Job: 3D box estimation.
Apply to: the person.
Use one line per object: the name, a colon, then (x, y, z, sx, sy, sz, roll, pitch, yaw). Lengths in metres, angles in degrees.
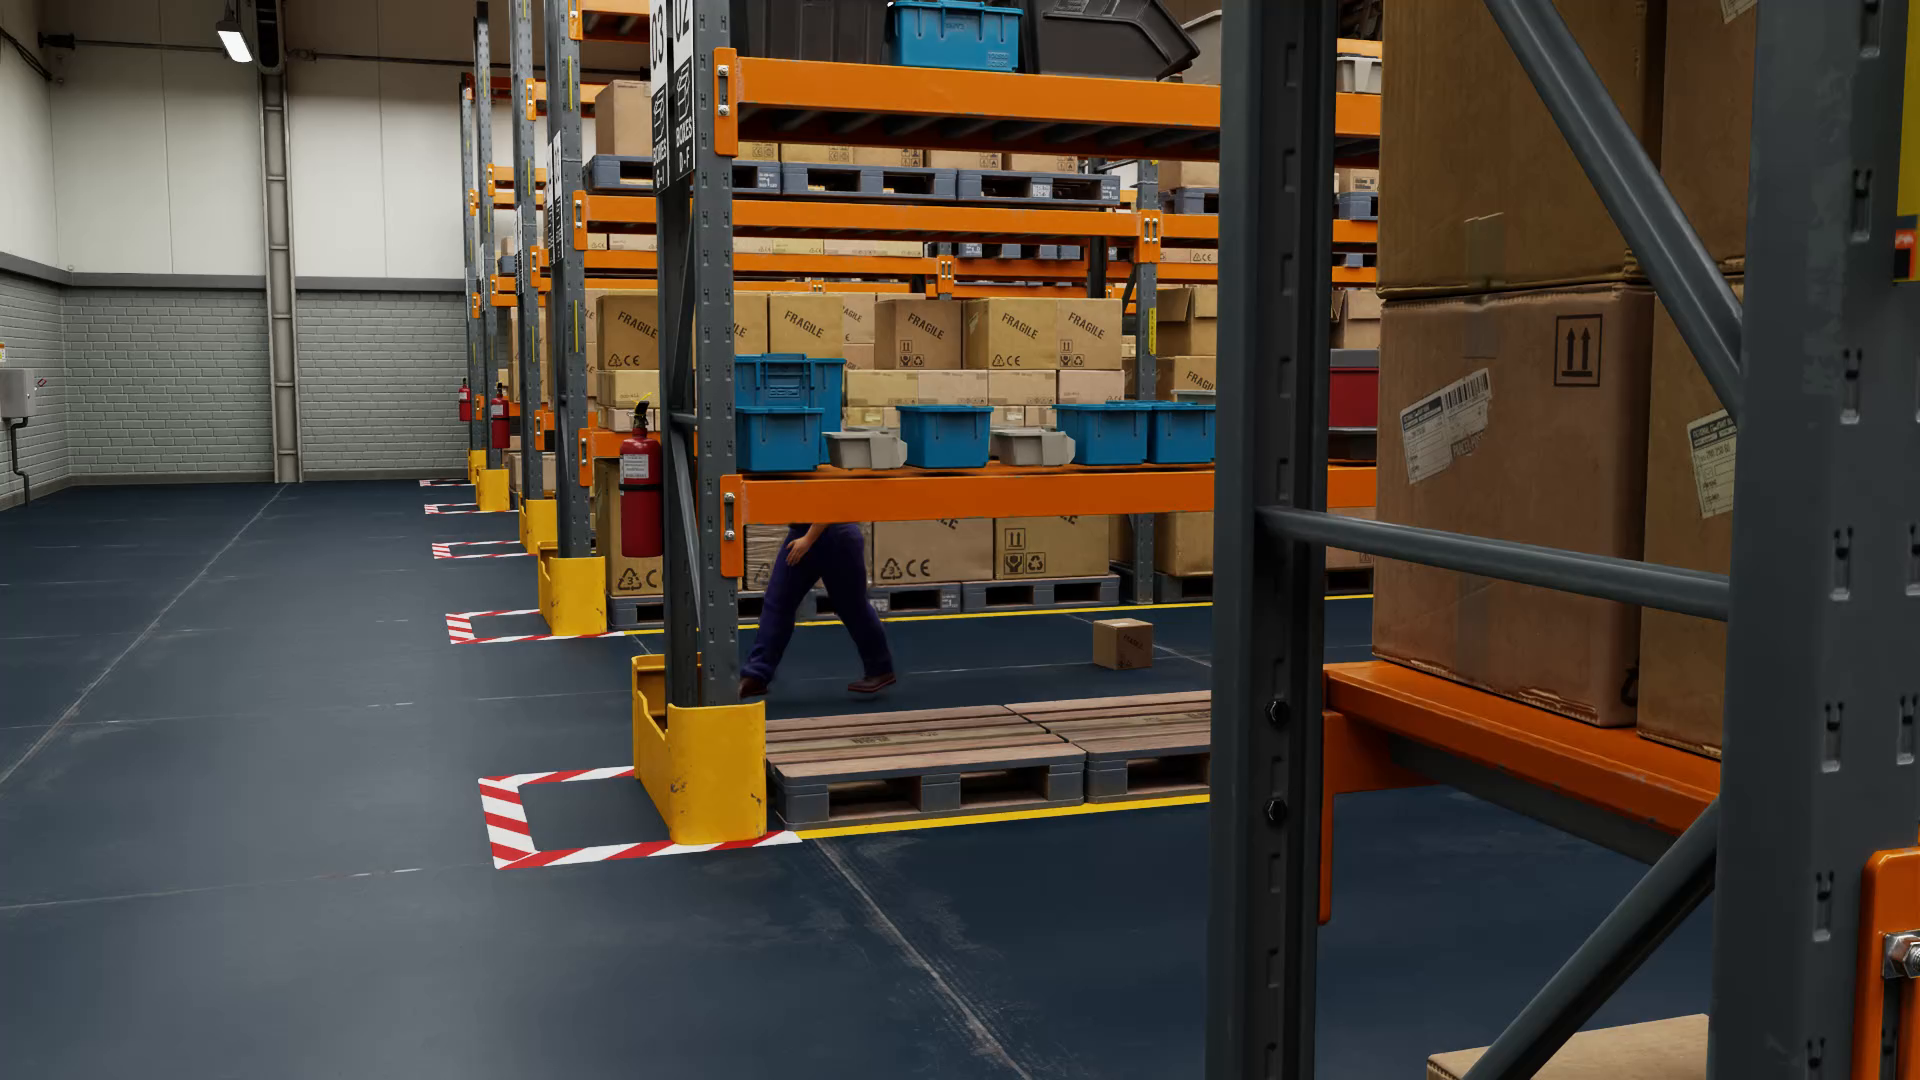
person: (-0.768, 0.008, 8.424, 0.964, 1.595, 0.495, -4, 7, -35)
